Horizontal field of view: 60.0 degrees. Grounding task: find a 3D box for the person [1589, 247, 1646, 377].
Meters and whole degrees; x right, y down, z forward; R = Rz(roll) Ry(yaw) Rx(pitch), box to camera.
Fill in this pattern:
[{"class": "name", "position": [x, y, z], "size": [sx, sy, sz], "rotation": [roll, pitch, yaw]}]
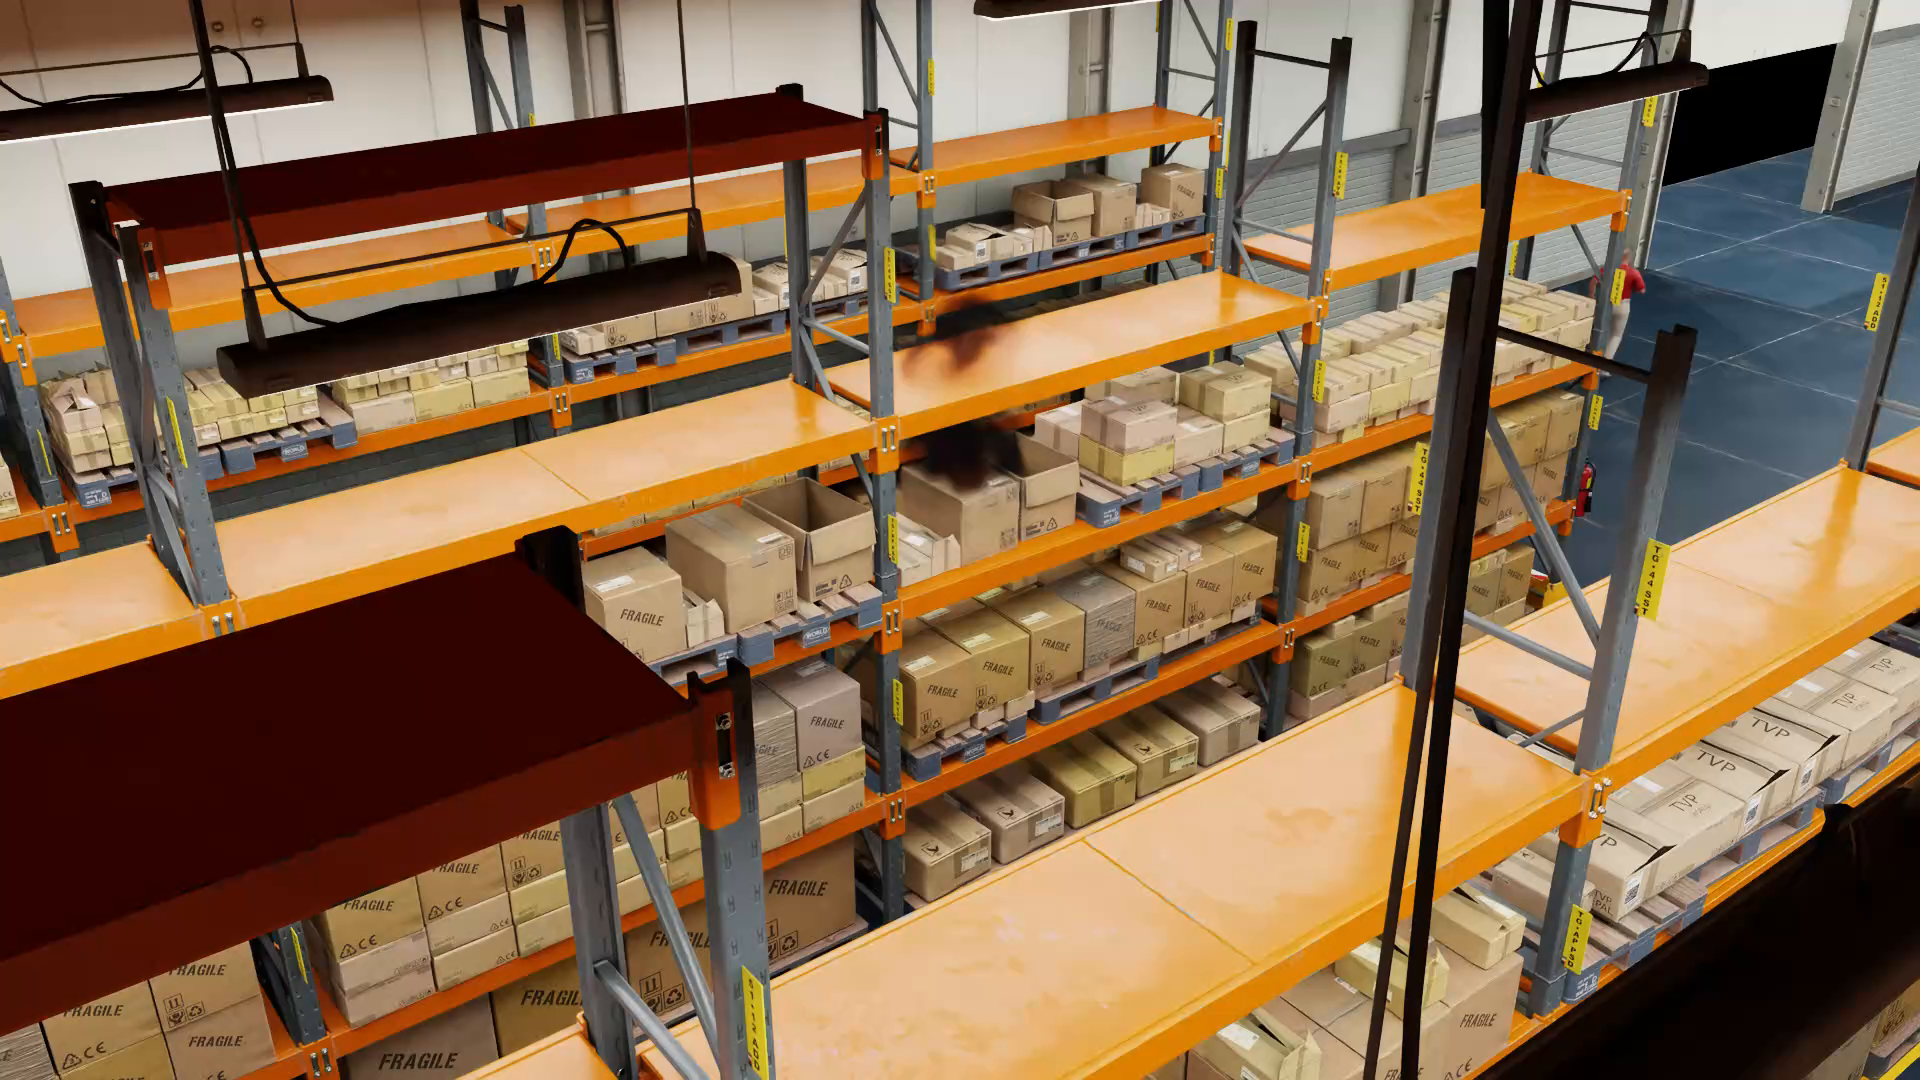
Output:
[{"class": "person", "position": [8.791, -3.063, 22.372], "size": [0.681, 1.764, 0.908], "rotation": [15, 30, 28]}]
